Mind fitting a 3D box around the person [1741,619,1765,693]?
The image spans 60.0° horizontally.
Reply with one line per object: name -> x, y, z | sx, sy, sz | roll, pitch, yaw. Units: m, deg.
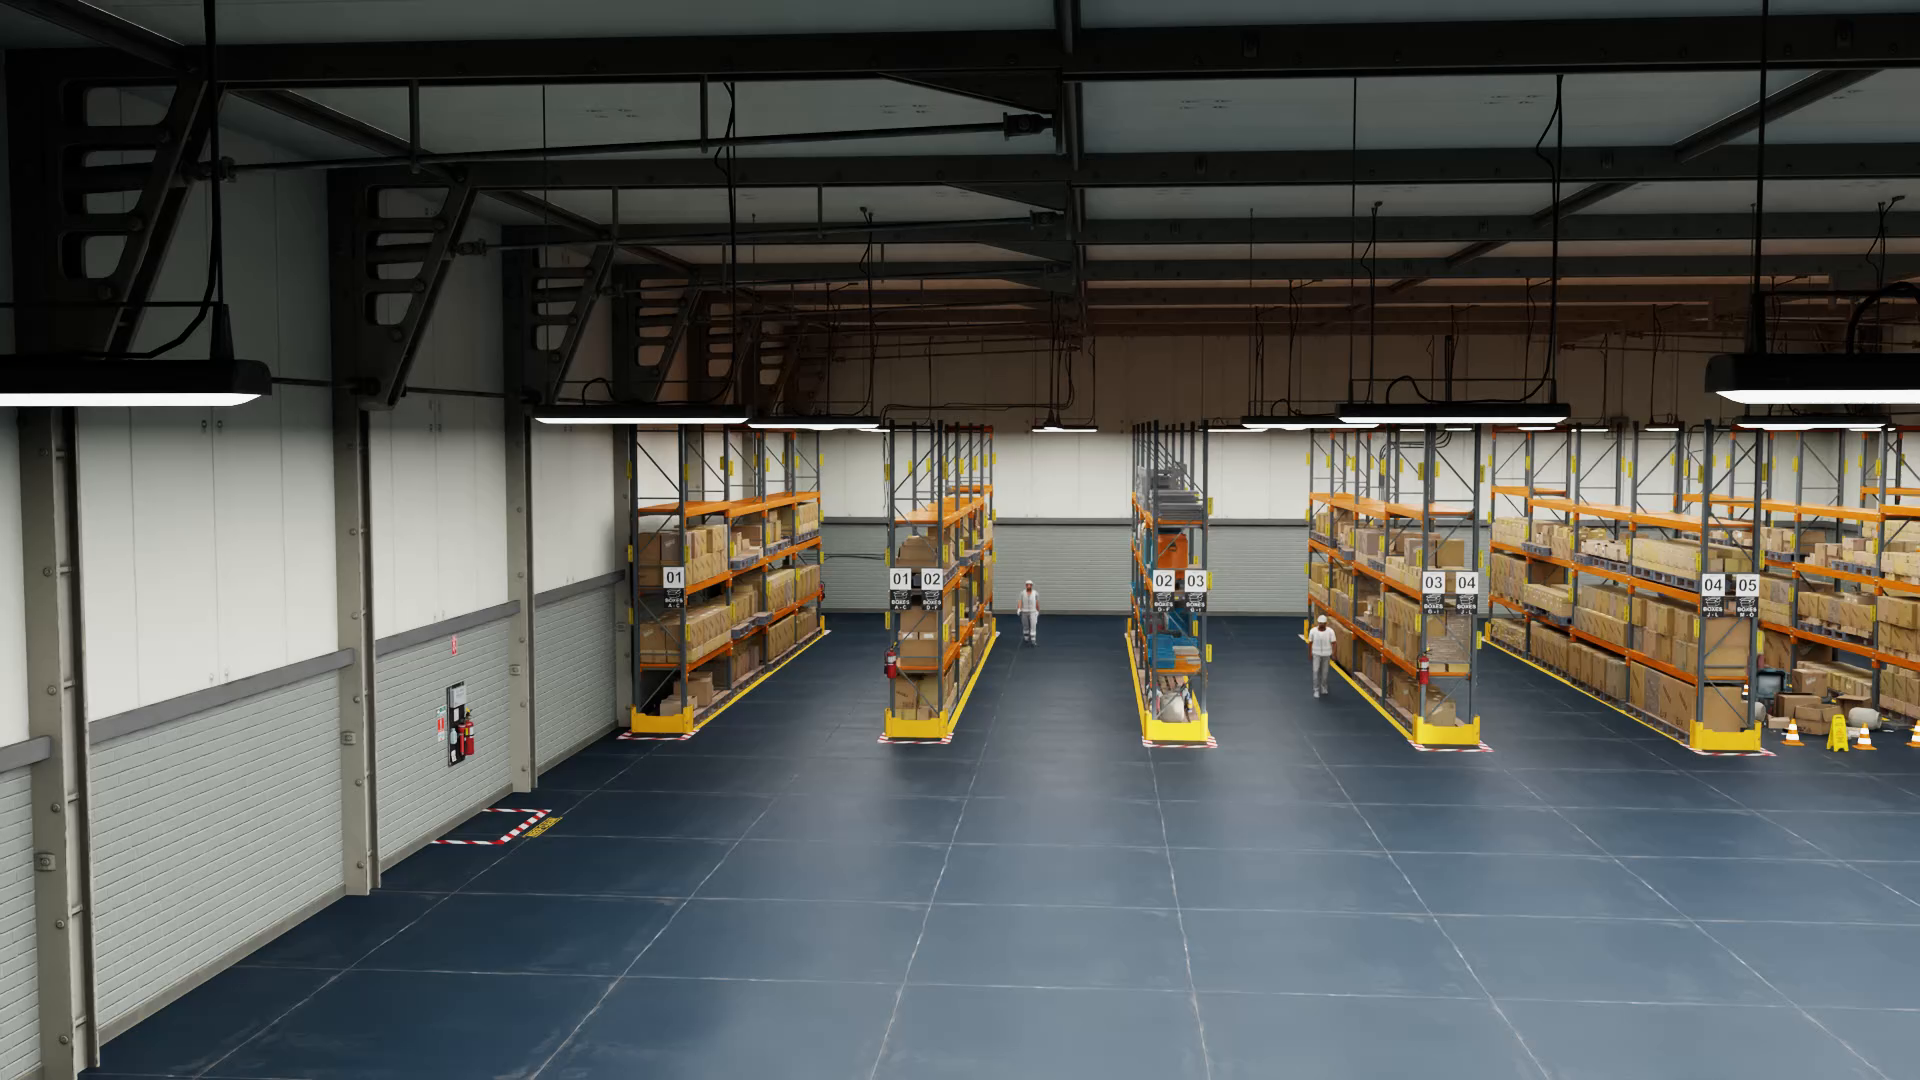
person -> 17.606, 2.590, 36.730 | 0.457, 1.708, 0.606 | 0, 4, -7

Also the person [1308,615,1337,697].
person -> 7.950, 2.531, 36.480 | 0.622, 1.775, 0.705 | 1, 4, 14

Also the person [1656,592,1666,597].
person -> 20.716, 1.806, 49.111 | 0.487, 1.717, 0.484 | -1, 4, -17

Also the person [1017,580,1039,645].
person -> 1.861, 1.965, 45.277 | 0.607, 1.726, 1.055 | 0, 4, 0

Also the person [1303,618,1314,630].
person -> 10.470, 1.842, 48.107 | 1.000, 1.614, 0.450 | 2, 4, 28
